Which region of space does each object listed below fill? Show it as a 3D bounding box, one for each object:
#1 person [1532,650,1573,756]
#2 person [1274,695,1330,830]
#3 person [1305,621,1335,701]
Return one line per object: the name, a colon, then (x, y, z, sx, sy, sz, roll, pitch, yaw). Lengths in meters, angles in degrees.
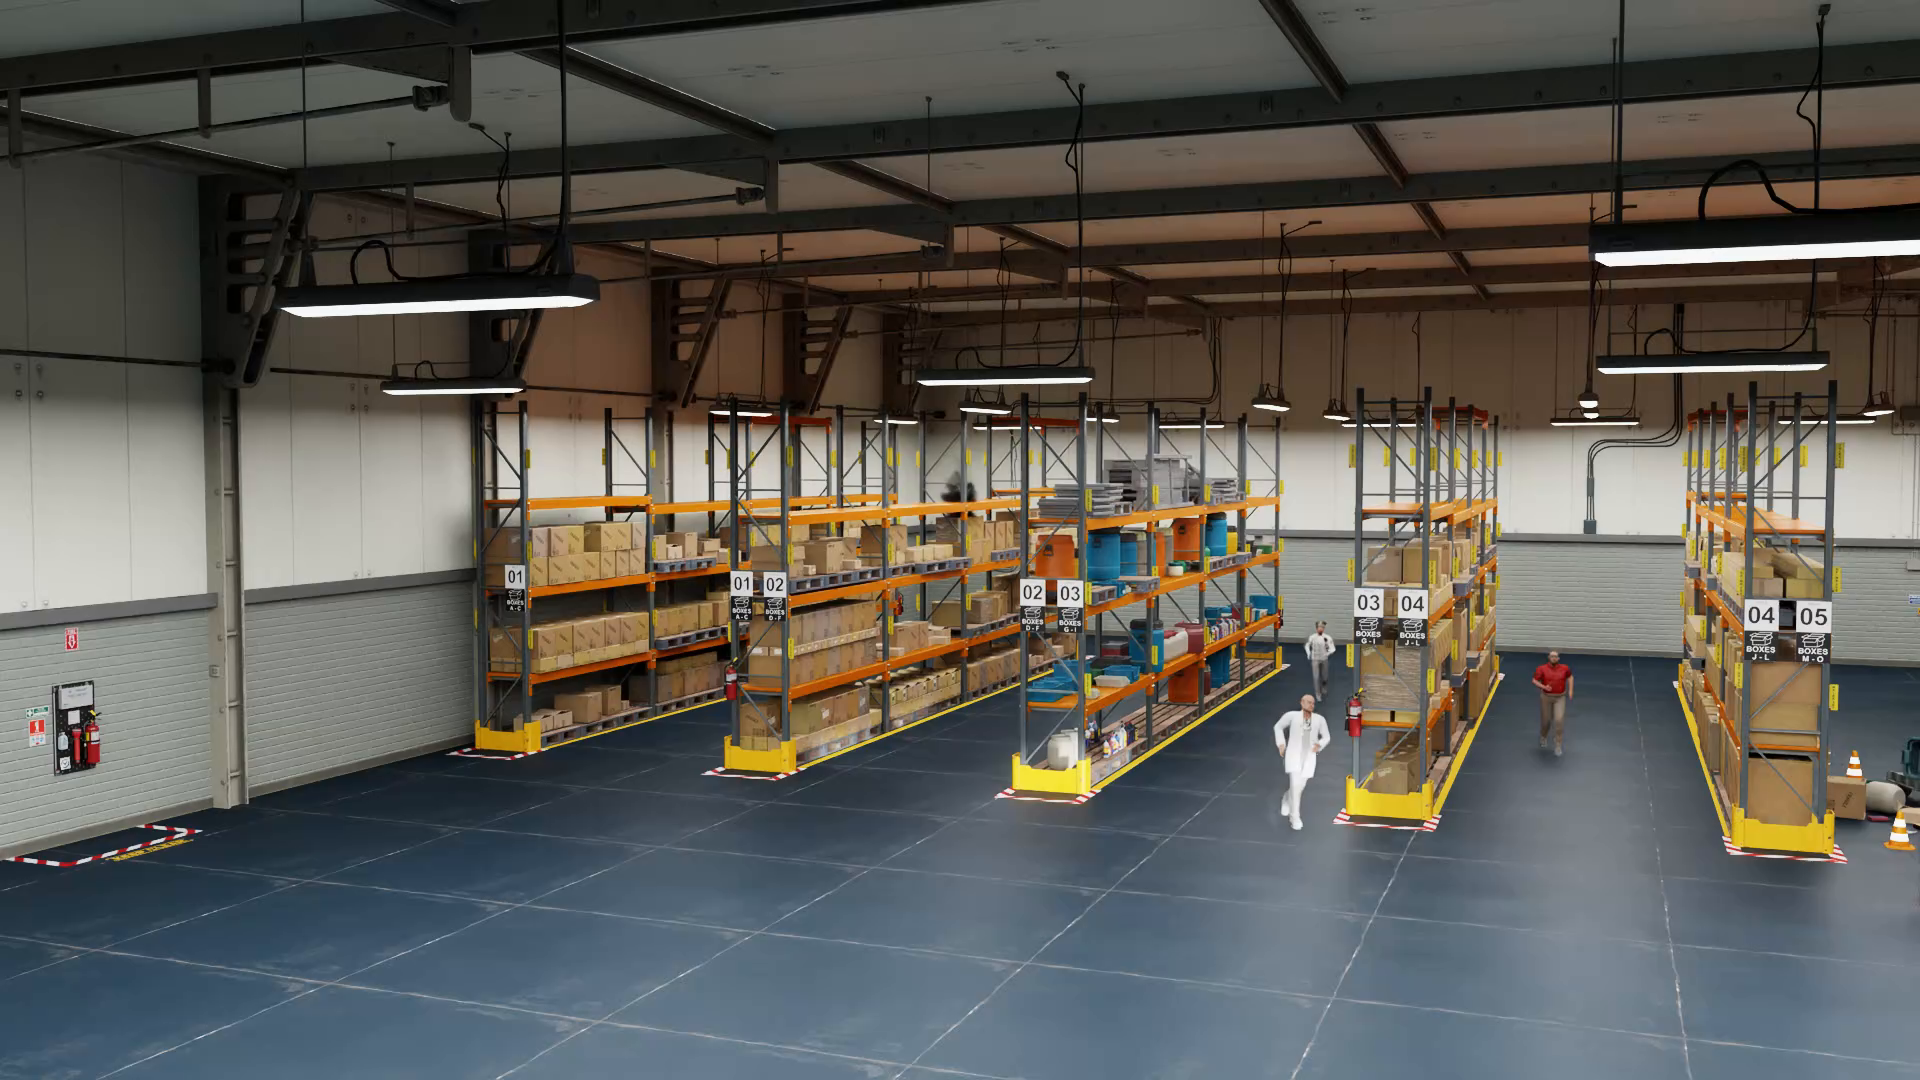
person: (10.131, 2.759, 28.426, 0.684, 1.768, 0.848, 1, 3, 13)
person: (4.720, 3.014, 22.886, 0.720, 1.782, 0.911, 0, 3, -6)
person: (7.464, 2.492, 34.518, 0.623, 1.656, 0.735, 1, 3, 13)
